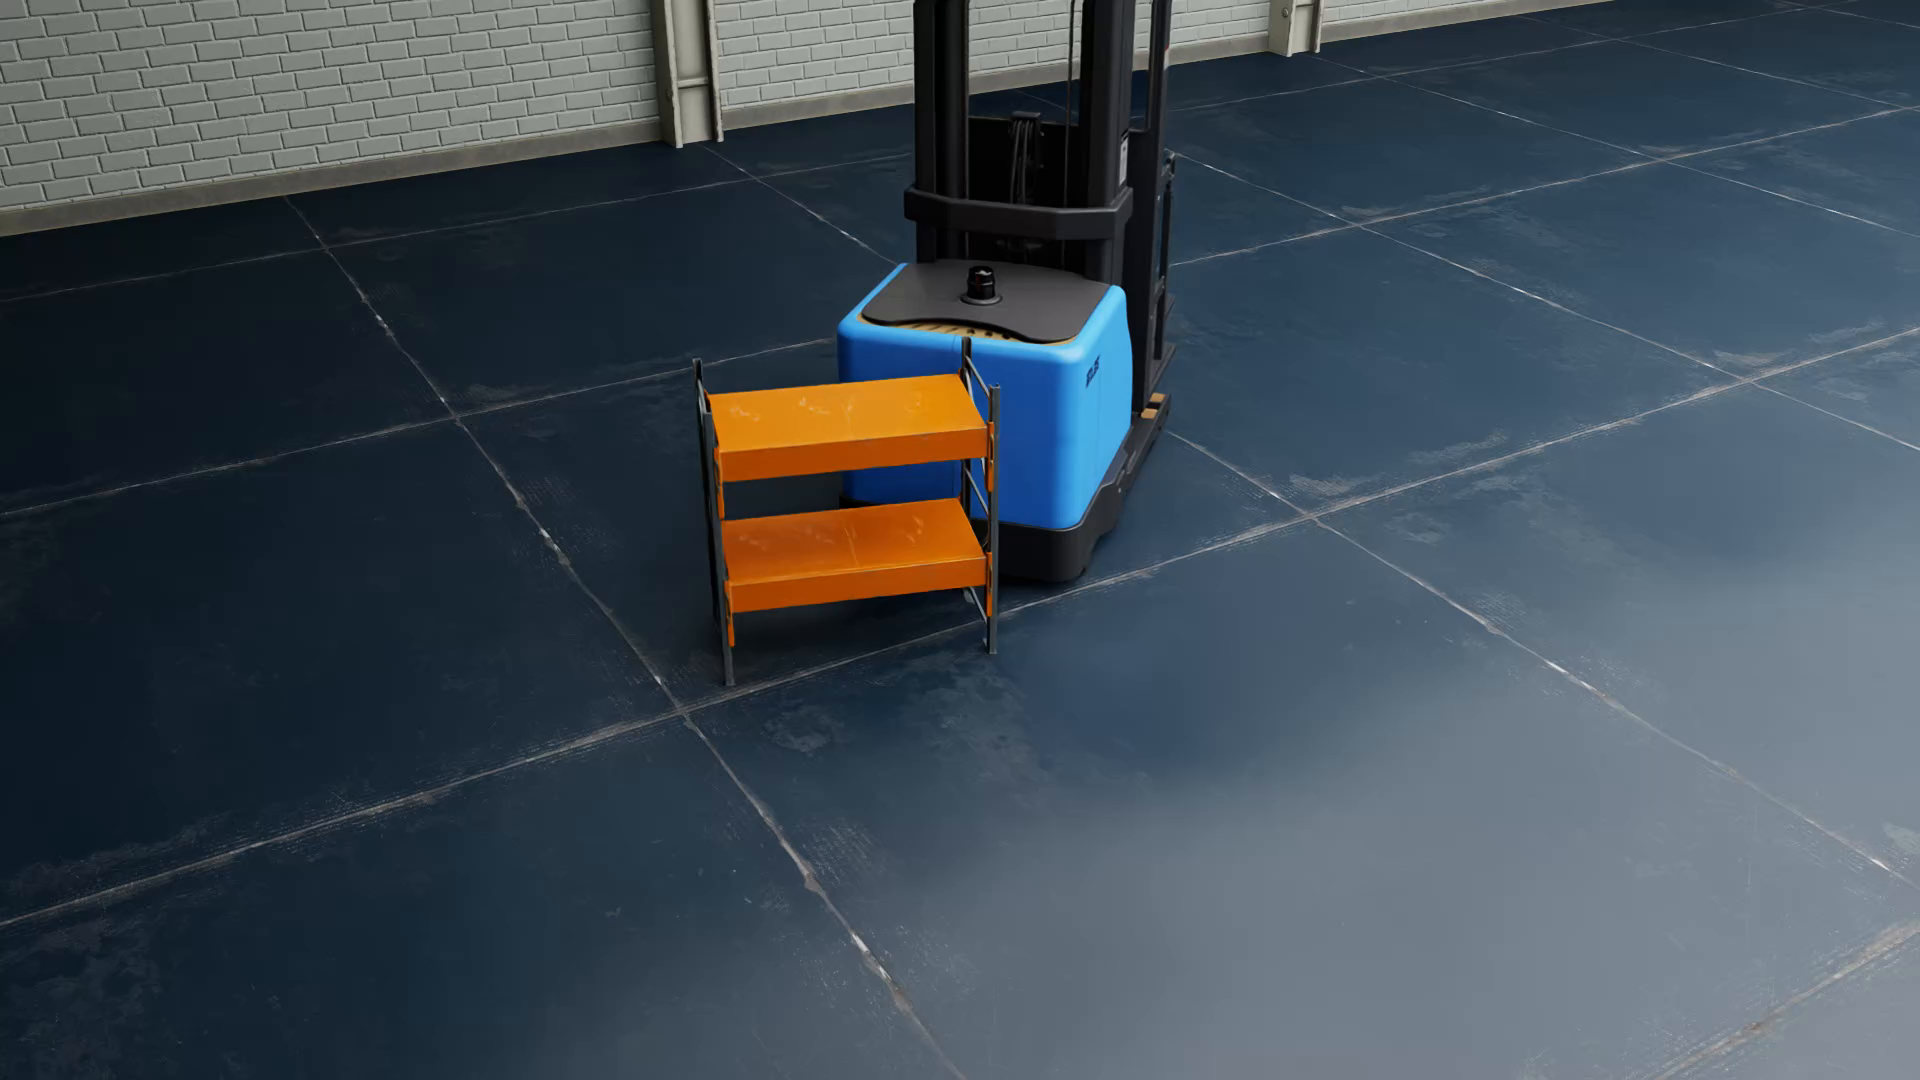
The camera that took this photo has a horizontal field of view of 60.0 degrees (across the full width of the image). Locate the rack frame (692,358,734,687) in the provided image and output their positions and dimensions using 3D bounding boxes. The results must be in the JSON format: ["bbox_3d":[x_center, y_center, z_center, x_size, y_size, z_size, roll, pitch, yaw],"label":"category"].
[{"bbox_3d":[-0.919,-0.059,6.194,0.032,1.125,0.500,-6,29,-11],"label":"rack frame"}]

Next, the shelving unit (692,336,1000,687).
[{"bbox_3d":[-0.422,-0.112,6.289,1.048,1.125,0.538,-6,29,-11],"label":"shelving unit"}]

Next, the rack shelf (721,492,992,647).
[{"bbox_3d":[-0.422,0.102,6.408,1.000,0.278,0.538,-6,29,-11],"label":"rack shelf"}]

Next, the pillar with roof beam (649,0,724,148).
[{"bbox_3d":[0.113,-5.241,7.434,0.400,9.000,9.100,-16,33,-26],"label":"pillar with roof beam"}]

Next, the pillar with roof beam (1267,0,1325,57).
[{"bbox_3d":[5.286,-6.710,10.095,0.400,9.000,9.100,-16,33,-26],"label":"pillar with roof beam"}]

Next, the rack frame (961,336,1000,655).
[{"bbox_3d":[0.074,-0.165,6.385,0.032,1.125,0.500,-6,29,-11],"label":"rack frame"}]

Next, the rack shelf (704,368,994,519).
[{"bbox_3d":[-0.422,-0.369,6.148,1.000,0.278,0.538,-6,29,-11],"label":"rack shelf"}]

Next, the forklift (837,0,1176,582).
[{"bbox_3d":[0.419,-1.809,7.494,1.130,2.935,3.031,9,30,15],"label":"forklift"}]
